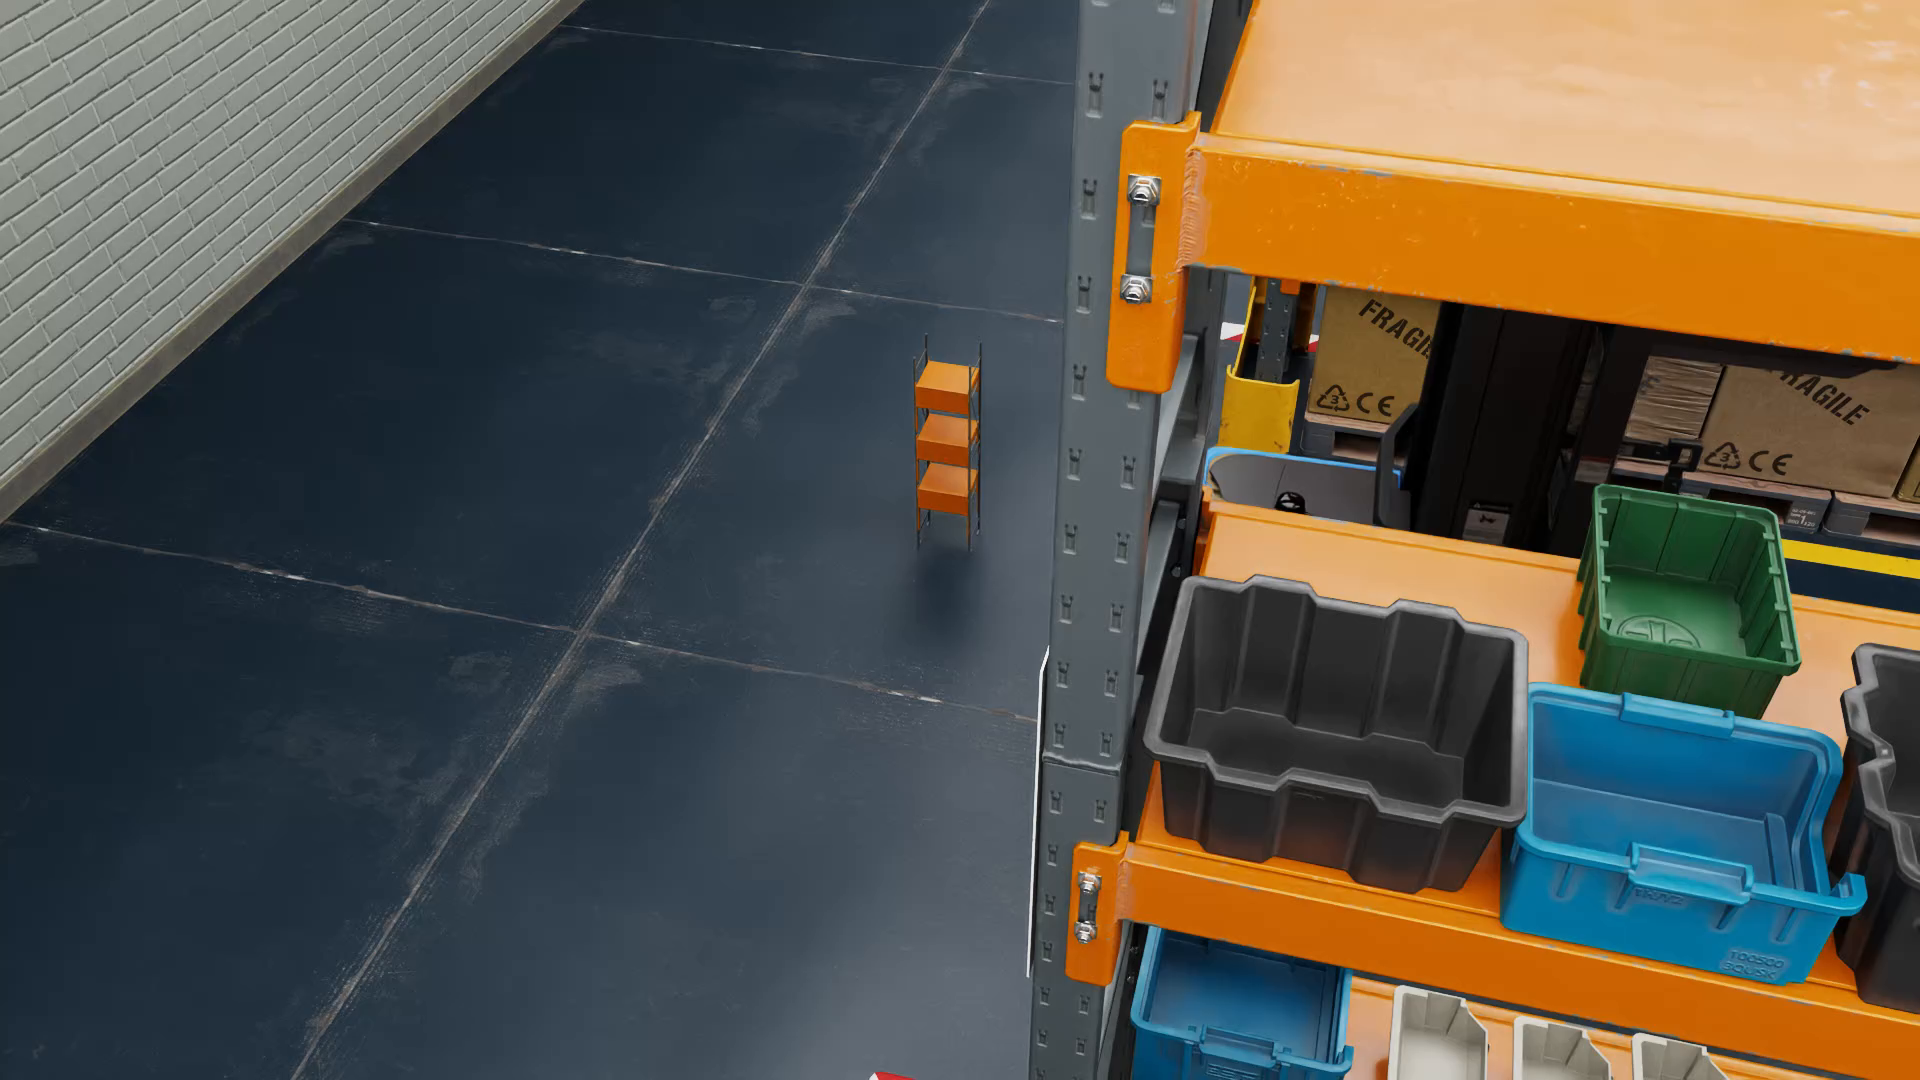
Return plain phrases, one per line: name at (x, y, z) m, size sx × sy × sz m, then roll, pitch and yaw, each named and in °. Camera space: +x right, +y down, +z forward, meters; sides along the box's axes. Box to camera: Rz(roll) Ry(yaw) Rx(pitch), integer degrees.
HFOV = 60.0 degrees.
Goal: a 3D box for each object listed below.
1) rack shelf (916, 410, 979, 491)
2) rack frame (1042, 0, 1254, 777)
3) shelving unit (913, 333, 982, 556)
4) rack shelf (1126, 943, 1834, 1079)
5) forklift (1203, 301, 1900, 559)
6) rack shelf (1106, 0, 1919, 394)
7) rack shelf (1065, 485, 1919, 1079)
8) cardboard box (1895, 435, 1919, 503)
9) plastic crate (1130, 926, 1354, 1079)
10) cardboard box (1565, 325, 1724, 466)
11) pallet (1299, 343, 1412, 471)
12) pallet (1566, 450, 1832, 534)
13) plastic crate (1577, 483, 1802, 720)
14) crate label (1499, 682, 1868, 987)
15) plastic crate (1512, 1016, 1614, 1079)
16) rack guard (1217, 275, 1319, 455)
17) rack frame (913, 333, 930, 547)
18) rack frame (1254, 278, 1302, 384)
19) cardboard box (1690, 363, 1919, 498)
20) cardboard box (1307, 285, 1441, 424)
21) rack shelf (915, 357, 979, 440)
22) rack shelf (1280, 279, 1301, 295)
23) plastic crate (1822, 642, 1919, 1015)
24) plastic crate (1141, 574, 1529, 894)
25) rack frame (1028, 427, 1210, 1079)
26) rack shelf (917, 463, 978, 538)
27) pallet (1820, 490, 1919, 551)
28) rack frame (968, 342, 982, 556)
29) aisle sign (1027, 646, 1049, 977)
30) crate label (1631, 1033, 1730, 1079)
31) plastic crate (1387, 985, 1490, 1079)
rack shelf at (-0.052, -0.403, 7.454) m, size 0.240 × 0.259 × 0.215 m, roll 10°, pitch 41°, yaw 11°
rack frame at (0.323, -1.091, 2.076) m, size 0.127 × 3.000 × 1.000 m, roll 10°, pitch 41°, yaw 11°
shelving unit at (-0.052, -0.411, 7.448) m, size 0.252 × 1.050 × 0.215 m, roll 10°, pitch 41°, yaw 11°
rack shelf at (2.255, 1.814, 3.841) m, size 4.000 × 0.370 × 1.077 m, roll 10°, pitch 41°, yaw 11°
forklift at (2.292, -0.169, 5.697) m, size 3.031 × 2.935 × 1.130 m, roll 8°, pitch 41°, yaw 10°
rack shelf at (2.255, -0.330, 2.041) m, size 4.000 × 0.370 × 1.077 m, roll 10°, pitch 41°, yaw 11°
rack shelf at (2.255, 0.666, 2.877) m, size 4.000 × 0.370 × 1.077 m, roll 10°, pitch 41°, yaw 11°
cardboard box at (4.850, -0.712, 7.616) m, size 0.875 × 0.875 × 0.875 m, roll 10°, pitch 41°, yaw 11°
plastic crate at (0.694, 1.109, 4.047) m, size 0.499 × 0.435 × 0.616 m, roll 10°, pitch 41°, yaw 11°
cardboard box at (3.121, -1.010, 7.970) m, size 0.875 × 0.875 × 0.875 m, roll 10°, pitch 41°, yaw 11°
pallet at (2.395, -0.719, 8.466) m, size 1.213 × 0.211 × 1.003 m, roll 10°, pitch 41°, yaw 11°
pallet at (3.570, -0.514, 8.223) m, size 1.213 × 0.211 × 1.003 m, roll 10°, pitch 41°, yaw 11°
plastic crate at (1.349, 0.125, 3.125) m, size 0.336 × 0.188 × 0.450 m, roll 10°, pitch 41°, yaw 11°
crate label at (1.130, 0.469, 2.667) m, size 0.502 × 0.251 × 0.408 m, roll 10°, pitch 41°, yaw 11°
plastic crate at (1.433, 1.365, 3.976) m, size 0.243 × 0.136 × 0.396 m, roll 10°, pitch 41°, yaw 11°
rack guard at (1.580, -0.918, 8.478) m, size 0.348 × 0.500 × 1.175 m, roll 10°, pitch 41°, yaw 11°
rack frame at (-0.170, -0.431, 7.472) m, size 0.008 × 1.050 × 0.200 m, roll 10°, pitch 41°, yaw 11°
rack frame at (1.603, -1.871, 7.670) m, size 0.127 × 3.000 × 1.000 m, roll 10°, pitch 41°, yaw 11°
cardboard box at (3.981, -0.862, 7.794) m, size 0.875 × 0.875 × 0.875 m, roll 10°, pitch 41°, yaw 11°
cardboard box at (2.242, -1.161, 8.150) m, size 0.875 × 0.875 × 0.875 m, roll 10°, pitch 41°, yaw 11°
rack shelf at (-0.052, -0.620, 7.272) m, size 0.240 × 0.259 × 0.215 m, roll 10°, pitch 41°, yaw 11°
rack shelf at (3.535, -1.263, 7.505) m, size 4.000 × 0.370 × 1.077 m, roll 10°, pitch 41°, yaw 11°
plastic crate at (1.727, 0.506, 2.555) m, size 0.767 × 0.338 × 0.504 m, roll 10°, pitch 41°, yaw 11°
plastic crate at (0.622, 0.345, 2.801) m, size 0.590 × 0.269 × 0.497 m, roll 10°, pitch 41°, yaw 11°
rack frame at (0.323, 1.206, 4.006) m, size 0.127 × 3.000 × 1.000 m, roll 10°, pitch 41°, yaw 11°
rack shelf at (-0.052, -0.190, 7.633) m, size 0.240 × 0.259 × 0.215 m, roll 10°, pitch 41°, yaw 11°
pallet at (4.753, -0.313, 7.983) m, size 1.213 × 0.211 × 1.003 m, roll 10°, pitch 41°, yaw 11°
rack frame at (0.066, -0.391, 7.423) m, size 0.008 × 1.050 × 0.200 m, roll 10°, pitch 41°, yaw 11°
aisle sign at (0.176, 0.383, 2.964) m, size 0.004 × 0.787 × 0.394 m, roll 10°, pitch 41°, yaw 11°
crate label at (1.709, 1.396, 3.939) m, size 0.243 × 0.136 × 0.396 m, roll 10°, pitch 41°, yaw 11°
plastic crate at (1.157, 1.307, 4.044) m, size 0.243 × 0.136 × 0.396 m, roll 10°, pitch 41°, yaw 11°
